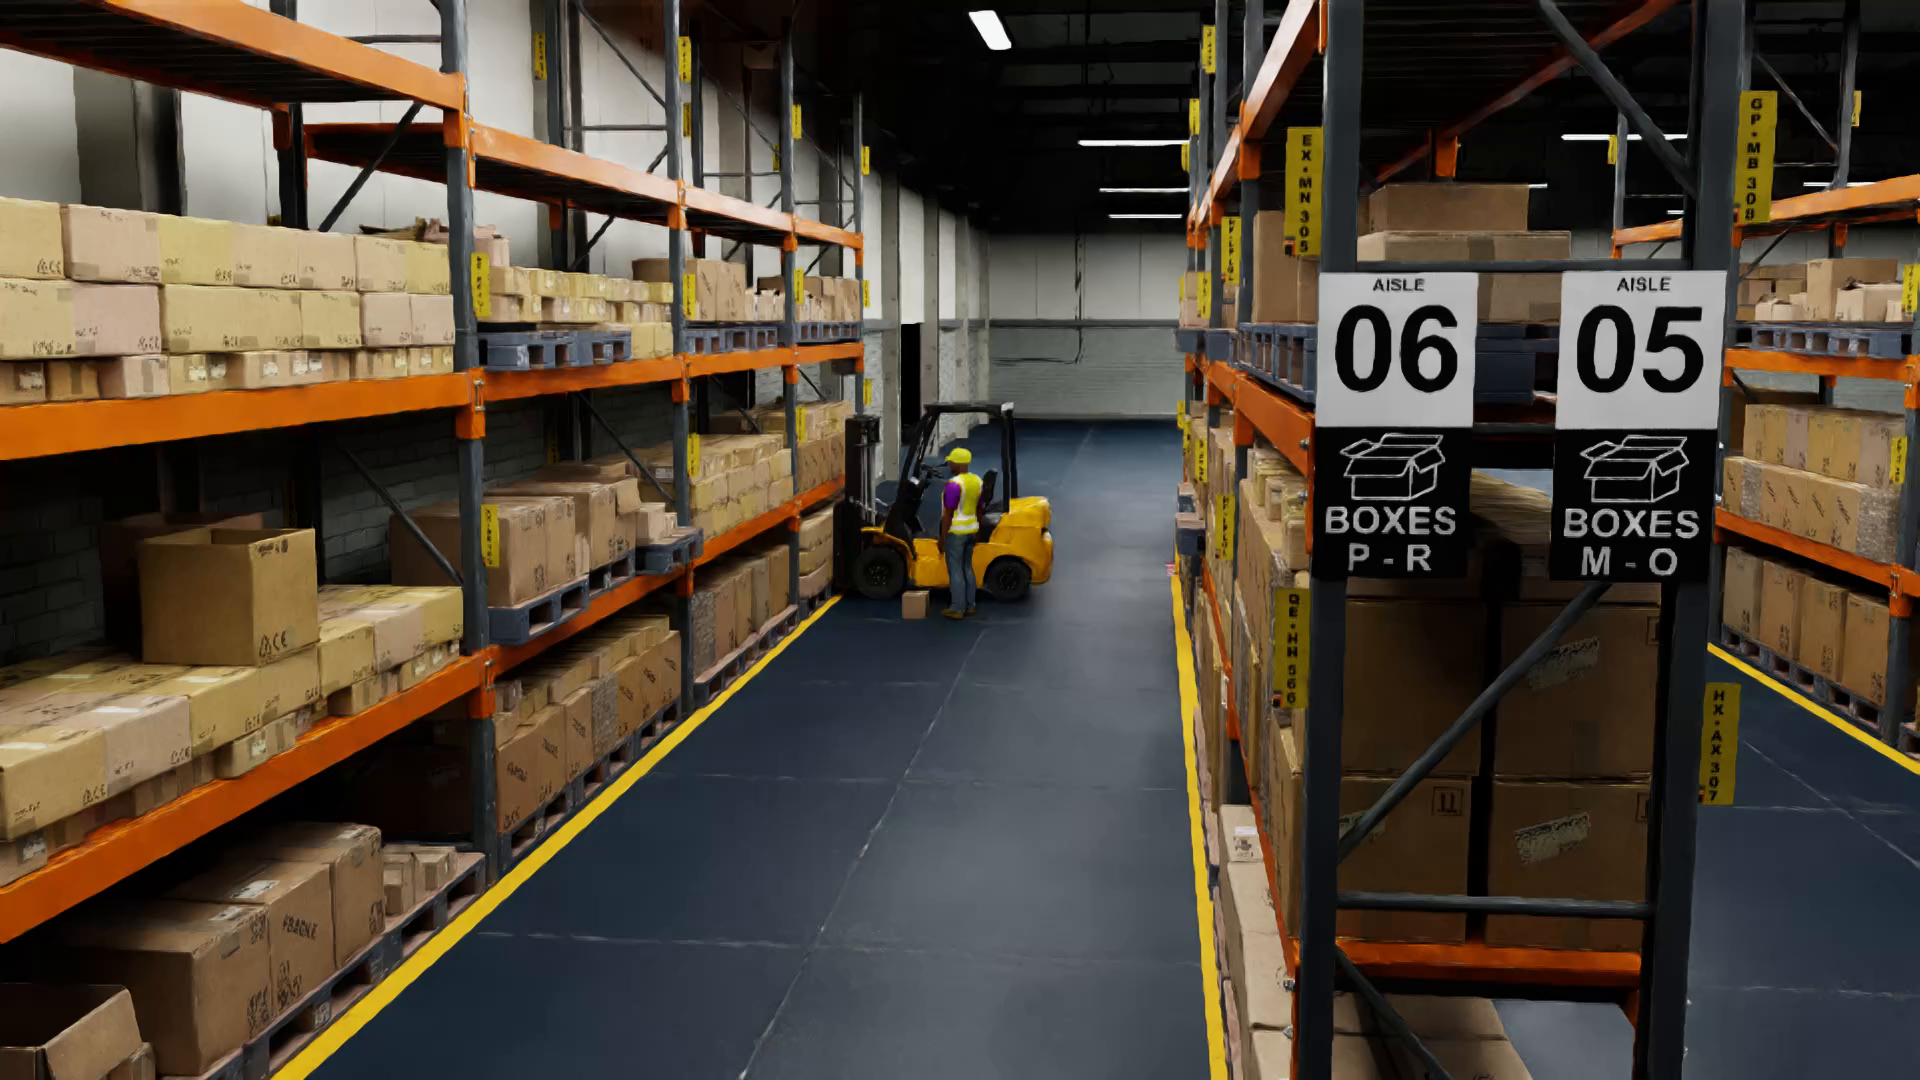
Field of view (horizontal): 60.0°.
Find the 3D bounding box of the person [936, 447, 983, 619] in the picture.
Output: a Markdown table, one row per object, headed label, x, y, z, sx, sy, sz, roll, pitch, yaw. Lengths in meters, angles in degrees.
| label | x | y | z | sx | sy | sz | roll | pitch | yaw |
| --- | --- | --- | --- | --- | --- | --- | --- | --- | --- |
| person | -0.014 | -0.081 | 17.246 | 0.421 | 1.773 | 0.683 | 5 | 9 | 35 |
